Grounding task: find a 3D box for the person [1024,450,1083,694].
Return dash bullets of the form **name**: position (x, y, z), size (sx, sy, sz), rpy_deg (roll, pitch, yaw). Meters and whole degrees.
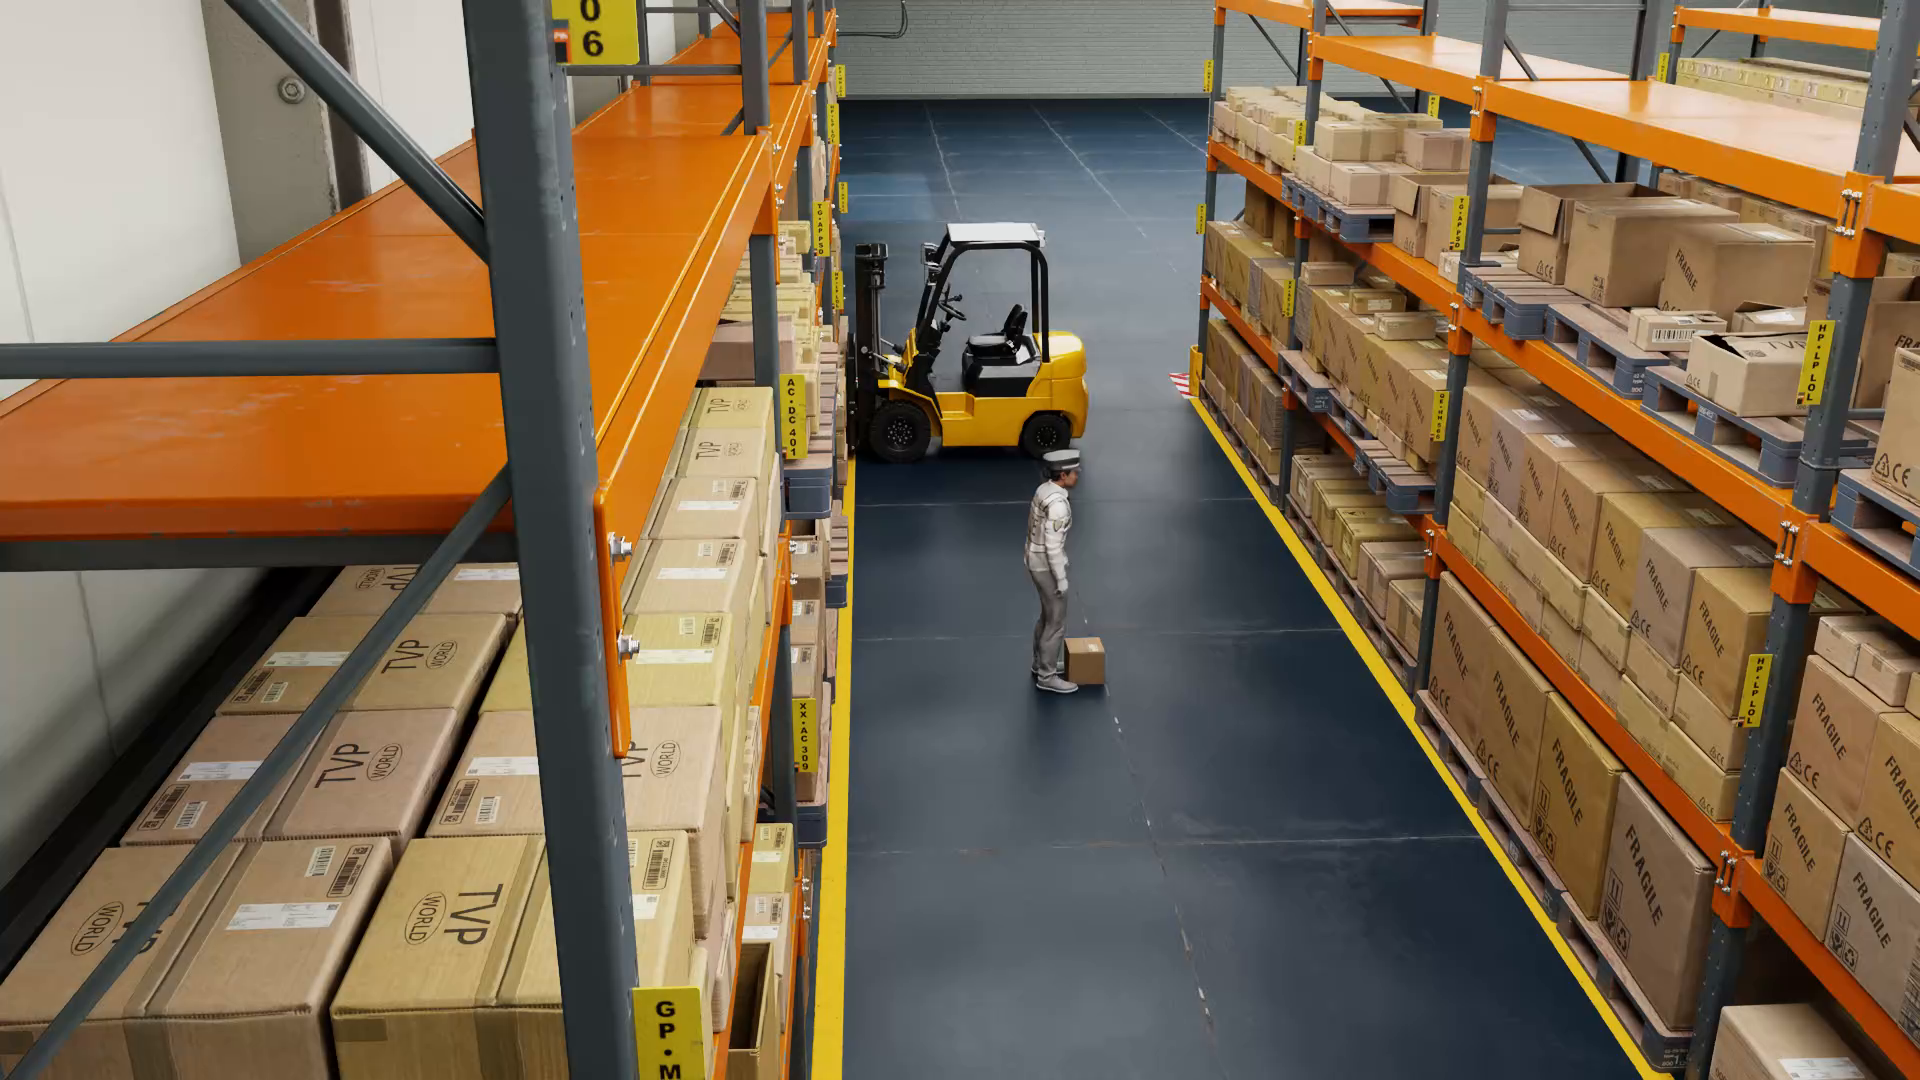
- **person**: position (0.635, 0.197, 11.378), size (0.378, 1.655, 0.537), rpy_deg (-2, 21, -4)
